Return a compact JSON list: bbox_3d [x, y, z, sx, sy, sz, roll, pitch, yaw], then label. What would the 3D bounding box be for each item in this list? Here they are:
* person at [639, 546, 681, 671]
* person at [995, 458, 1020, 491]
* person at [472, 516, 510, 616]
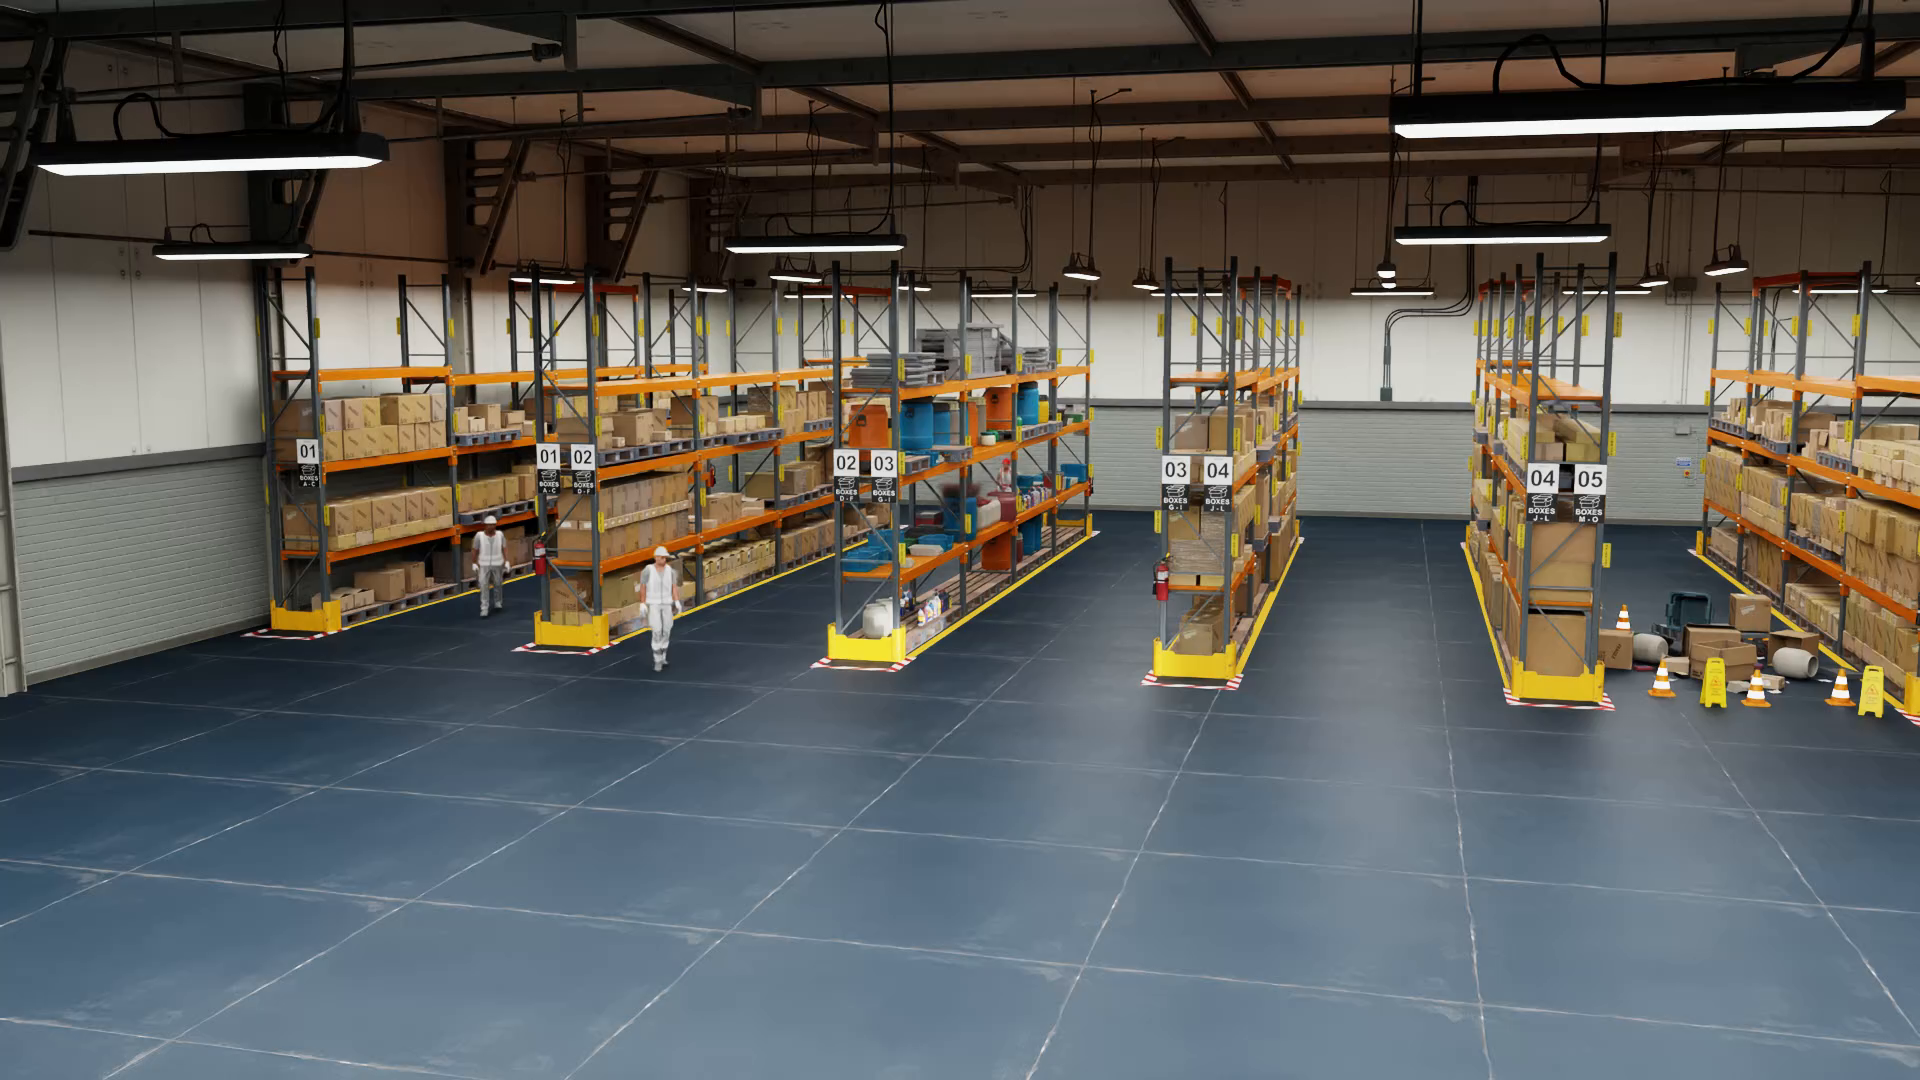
[{"bbox_3d":[-4.428,1.021,24.638,0.570,1.846,0.509,-4,8,-31],"label":"person"},{"bbox_3d":[1.246,-1.296,43.141,0.676,1.680,0.669,3,8,23],"label":"person"},{"bbox_3d":[-8.228,0.424,29.166,0.649,1.712,1.103,-2,7,-13],"label":"person"}]
